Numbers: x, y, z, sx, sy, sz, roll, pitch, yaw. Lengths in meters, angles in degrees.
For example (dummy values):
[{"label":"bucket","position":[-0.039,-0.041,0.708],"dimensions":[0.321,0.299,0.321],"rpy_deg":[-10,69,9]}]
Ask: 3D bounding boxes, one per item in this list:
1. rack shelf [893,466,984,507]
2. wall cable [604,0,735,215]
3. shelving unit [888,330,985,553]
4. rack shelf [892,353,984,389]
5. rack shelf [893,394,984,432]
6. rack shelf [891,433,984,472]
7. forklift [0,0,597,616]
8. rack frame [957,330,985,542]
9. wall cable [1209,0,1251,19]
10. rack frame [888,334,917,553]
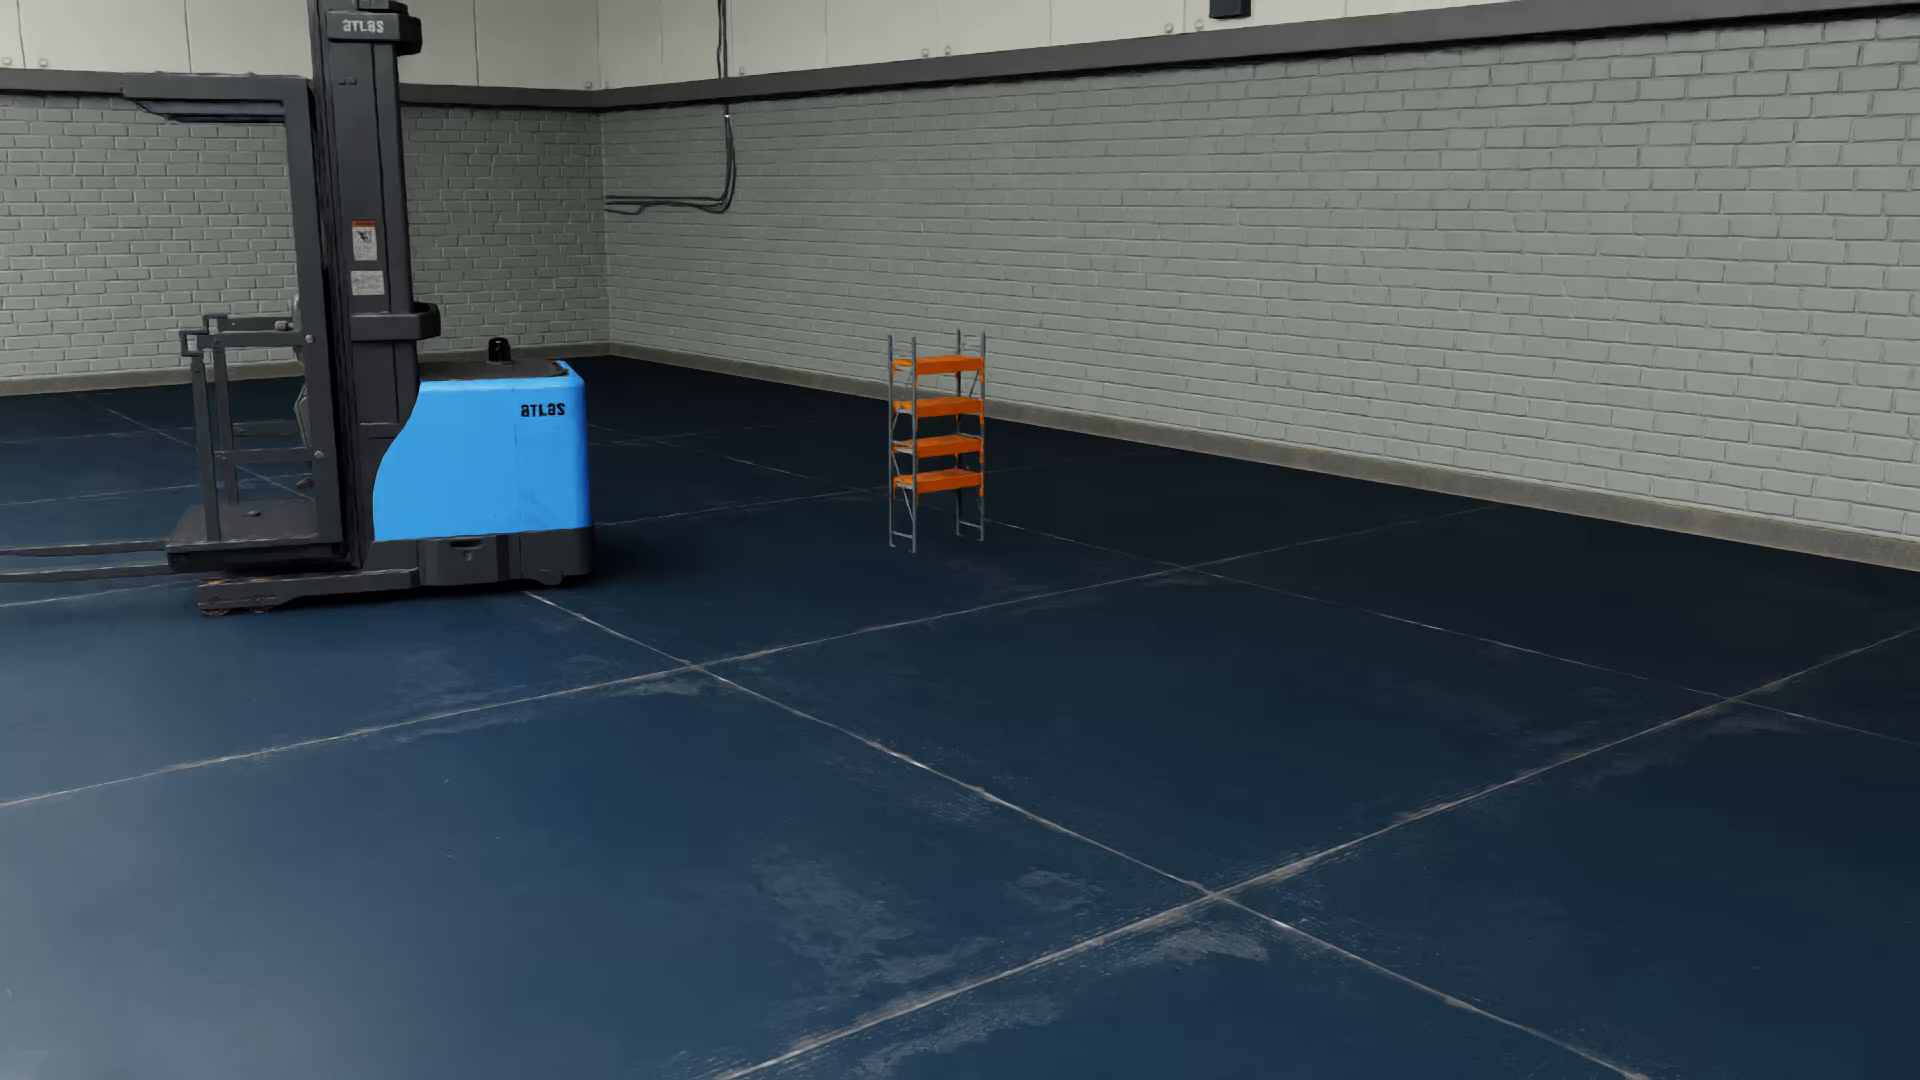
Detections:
[{"label":"rack shelf","position":[-0.129,-0.305,9.458],"dimensions":[0.480,0.148,0.258],"rpy_deg":[-9,15,-38]},{"label":"wall cable","position":[-3.364,-4.899,18.513],"dimensions":[0.112,2.526,3.097],"rpy_deg":[-9,15,-38]},{"label":"shelving unit","position":[-0.129,-0.565,9.403],"dimensions":[0.503,1.200,0.258],"rpy_deg":[-9,15,-38]},{"label":"rack shelf","position":[-0.129,-0.950,9.321],"dimensions":[0.480,0.148,0.258],"rpy_deg":[-9,15,-38]},{"label":"rack shelf","position":[-0.129,-0.718,9.371],"dimensions":[0.480,0.148,0.258],"rpy_deg":[-9,15,-38]},{"label":"rack shelf","position":[-0.129,-0.500,9.417],"dimensions":[0.480,0.148,0.258],"rpy_deg":[-9,15,-38]},{"label":"forklift","position":[-3.443,-1.195,8.199],"dimensions":[3.031,2.935,1.130],"rpy_deg":[-4,13,-18]},{"label":"rack frame","position":[0.061,-0.597,9.552],"dimensions":[0.015,1.200,0.240],"rpy_deg":[-9,15,-38]},{"label":"wall cable","position":[2.554,-6.540,10.576],"dimensions":[0.169,6.003,2.305],"rpy_deg":[-9,15,-38]},{"label":"rack frame","position":[-0.320,-0.534,9.254],"dimensions":[0.015,1.200,0.240],"rpy_deg":[-9,15,-38]}]
